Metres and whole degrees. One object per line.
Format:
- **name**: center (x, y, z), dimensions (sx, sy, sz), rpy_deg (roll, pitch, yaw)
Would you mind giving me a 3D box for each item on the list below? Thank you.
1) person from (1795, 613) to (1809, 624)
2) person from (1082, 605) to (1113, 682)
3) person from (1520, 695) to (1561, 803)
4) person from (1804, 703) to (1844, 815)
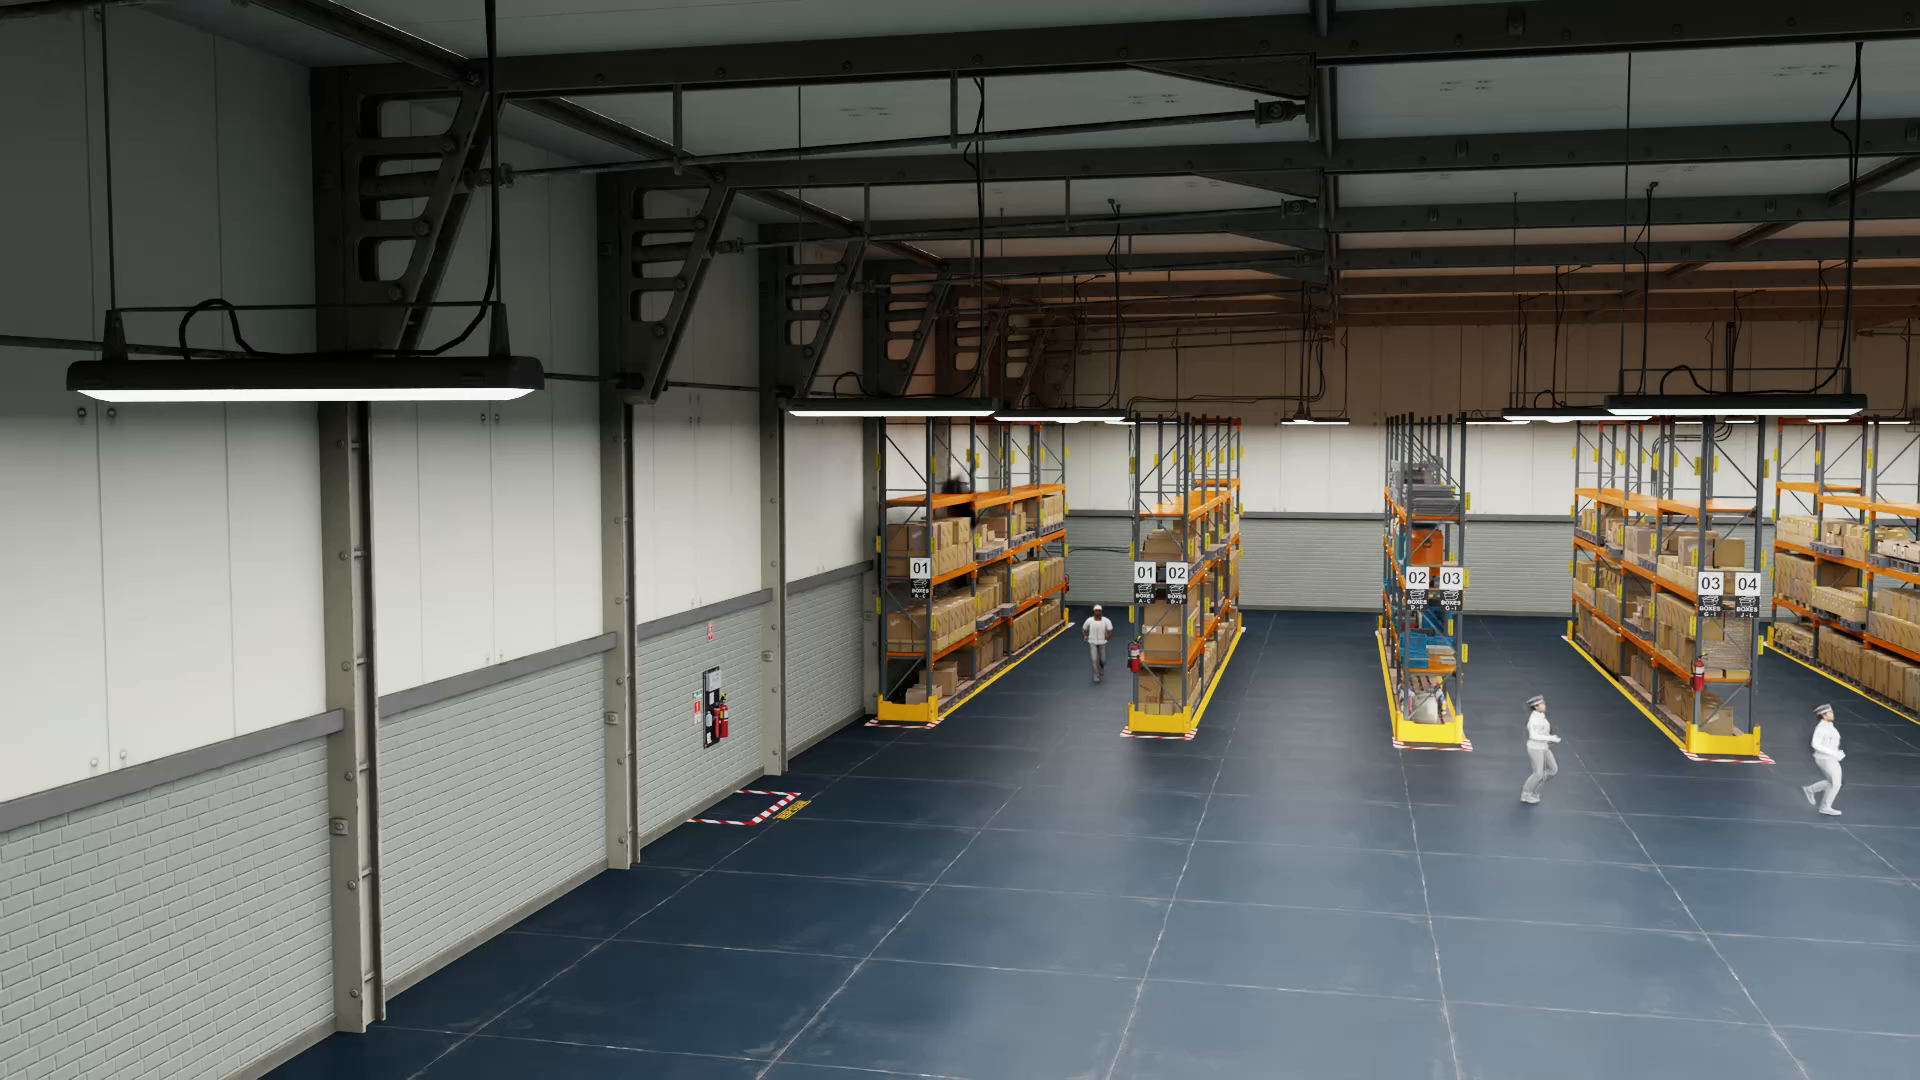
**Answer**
- **person**: center (22.663, 1.877, 44.624), dimensions (1.001, 1.617, 0.589), rpy_deg (1, 4, 16)
- **person**: center (3.100, 2.322, 37.564), dimensions (0.704, 1.723, 0.696), rpy_deg (0, 4, 5)
- **person**: center (8.844, 3.171, 25.258), dimensions (0.598, 1.656, 0.591), rpy_deg (3, 5, 33)
- **person**: center (12.811, 3.232, 24.630), dimensions (0.559, 1.641, 0.613), rpy_deg (3, 5, 42)
